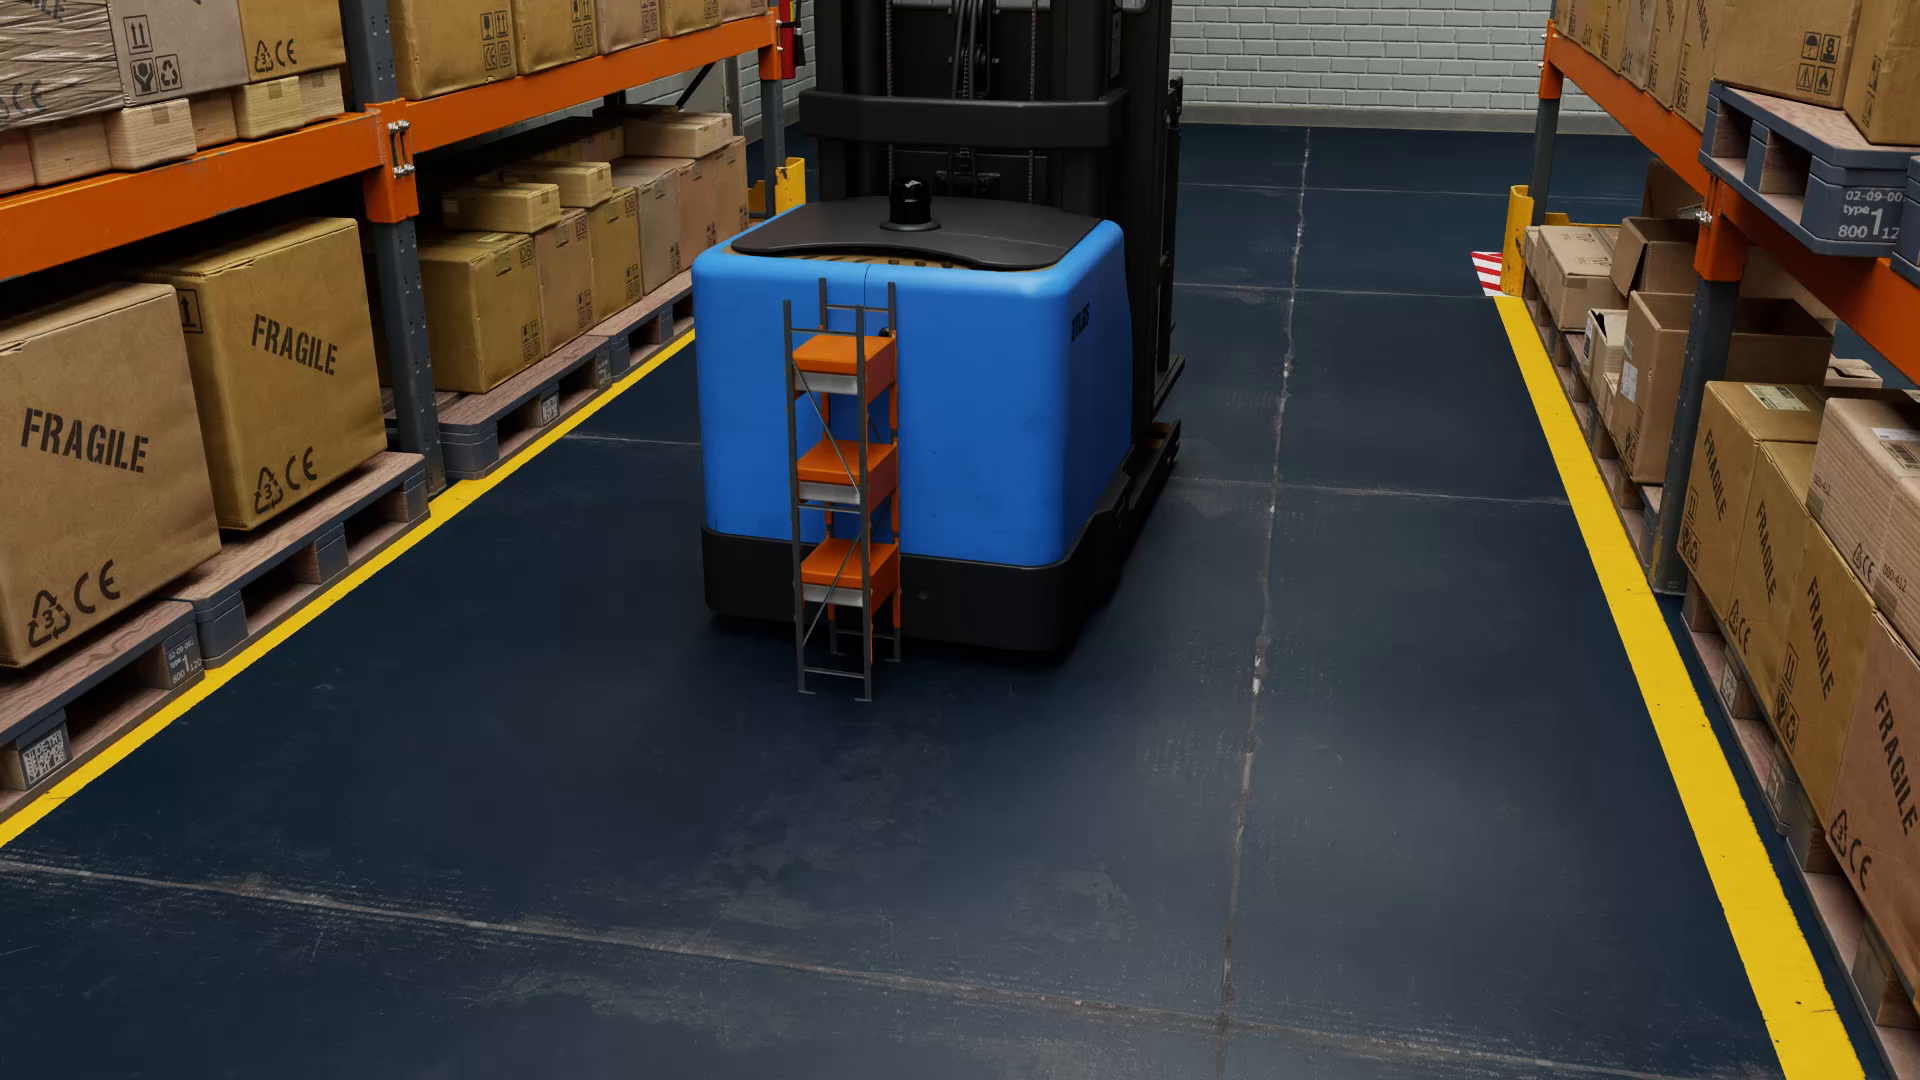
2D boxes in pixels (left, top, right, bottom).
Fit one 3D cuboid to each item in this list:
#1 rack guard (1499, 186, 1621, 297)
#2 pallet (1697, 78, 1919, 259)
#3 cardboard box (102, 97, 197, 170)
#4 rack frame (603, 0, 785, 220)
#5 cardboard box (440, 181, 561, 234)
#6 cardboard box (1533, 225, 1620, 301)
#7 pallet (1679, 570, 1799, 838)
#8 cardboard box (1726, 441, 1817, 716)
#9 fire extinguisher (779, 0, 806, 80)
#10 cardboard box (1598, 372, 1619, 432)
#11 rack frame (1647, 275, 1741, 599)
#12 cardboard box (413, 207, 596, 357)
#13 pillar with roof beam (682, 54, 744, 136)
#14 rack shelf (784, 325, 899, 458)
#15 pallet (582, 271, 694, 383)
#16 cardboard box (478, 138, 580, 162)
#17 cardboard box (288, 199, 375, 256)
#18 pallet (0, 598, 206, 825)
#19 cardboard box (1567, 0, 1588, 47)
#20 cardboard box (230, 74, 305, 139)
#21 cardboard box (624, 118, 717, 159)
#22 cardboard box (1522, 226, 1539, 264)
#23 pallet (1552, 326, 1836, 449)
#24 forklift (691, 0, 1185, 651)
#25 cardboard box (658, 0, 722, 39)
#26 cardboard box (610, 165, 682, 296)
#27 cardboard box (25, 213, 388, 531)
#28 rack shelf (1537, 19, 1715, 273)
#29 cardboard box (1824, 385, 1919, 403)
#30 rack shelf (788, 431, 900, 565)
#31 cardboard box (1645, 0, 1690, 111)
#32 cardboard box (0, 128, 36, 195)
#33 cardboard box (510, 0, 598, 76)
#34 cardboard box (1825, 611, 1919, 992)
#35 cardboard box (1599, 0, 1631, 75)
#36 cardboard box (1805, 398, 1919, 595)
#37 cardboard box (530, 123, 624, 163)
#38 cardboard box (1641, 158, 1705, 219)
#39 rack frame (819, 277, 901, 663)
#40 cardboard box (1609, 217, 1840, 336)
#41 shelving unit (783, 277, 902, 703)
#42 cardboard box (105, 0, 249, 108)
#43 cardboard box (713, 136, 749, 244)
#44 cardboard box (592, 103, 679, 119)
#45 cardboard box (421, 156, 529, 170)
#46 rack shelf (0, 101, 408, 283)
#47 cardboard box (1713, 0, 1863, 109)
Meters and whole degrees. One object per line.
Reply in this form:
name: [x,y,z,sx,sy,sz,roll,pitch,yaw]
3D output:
rack guard: [3.363,-1.484,8.369,1.175,0.500,0.348,4,22,11]
pallet: [2.292,-0.835,3.669,1.003,0.211,1.213,4,22,11]
cardboard box: [-2.201,-1.045,4.244,0.380,0.149,0.250,4,22,11]
rack frame: [-1.472,-3.047,8.905,1.000,3.000,0.127,4,22,11]
cardboard box: [-1.786,-1.298,6.476,0.380,0.149,0.250,5,23,13]
cardboard box: [2.888,-1.240,7.508,0.500,0.250,0.500,4,22,11]
pallet: [2.433,0.386,4.113,1.003,0.211,1.213,4,22,11]
cardboard box: [2.127,0.102,3.843,0.500,0.500,0.500,5,22,12]
fire extinguisher: [-0.989,-2.858,9.039,0.296,0.674,0.183,4,22,11]
cardboard box: [2.419,-0.462,5.712,0.380,0.149,0.250,4,22,11]
rack frame: [2.562,-1.208,4.338,1.000,3.000,0.127,4,22,11]
cardboard box: [-1.929,-1.069,6.776,0.700,0.500,0.500,4,22,10]
pillar with roof beam: [2.447,-6.555,9.585,9.100,9.000,0.400,4,22,11]
rack shelf: [-0.292,-0.373,4.144,0.215,0.259,0.240,6,23,15]
pallet: [-1.809,-1.011,7.580,1.003,0.211,1.213,4,22,11]
cardboard box: [-1.944,-1.717,7.517,0.380,0.149,0.250,5,22,11]
cardboard box: [-2.259,-1.148,6.105,0.380,0.149,0.250,4,22,11]
pallet: [-2.618,0.445,3.967,1.003,0.211,1.213,4,22,11]
cardboard box: [2.930,-2.386,7.129,0.500,0.500,0.500,4,22,10]
cardboard box: [-2.108,-1.238,4.721,0.380,0.149,0.250,5,22,12]
cardboard box: [-1.416,-1.965,8.134,0.380,0.149,0.250,5,22,12]
cardboard box: [2.957,-1.426,8.106,0.380,0.149,0.250,4,22,11]
pallet: [2.950,-0.613,6.594,1.003,0.211,1.213,4,22,11]
forklift: [0.171,-1.584,5.363,1.130,2.935,3.031,6,23,15]
cardboard box: [-1.704,-2.732,7.721,0.980,0.700,0.700,4,22,10]
cardboard box: [-1.721,-1.452,7.728,0.700,0.500,0.500,4,22,9]
cardboard box: [-2.293,-0.534,4.981,0.750,0.750,0.750,5,22,12]
rack shelf: [2.970,-1.606,6.289,1.077,0.370,4.000,4,22,11]
cardboard box: [2.860,-0.302,5.099,0.500,0.311,0.500,4,22,11]
rack shelf: [-0.292,-0.110,4.250,0.215,0.259,0.240,6,23,15]
cardboard box: [2.517,-1.646,5.290,0.500,0.500,0.500,5,22,12]
cardboard box: [-2.382,-0.871,3.810,0.380,0.149,0.250,4,22,9]
cardboard box: [-2.007,-2.187,6.368,0.980,0.700,0.700,4,22,10]
cardboard box: [1.914,0.469,2.932,0.500,0.500,0.500,4,22,9]
cardboard box: [2.721,-2.020,6.221,0.500,0.500,0.500,5,22,12]
cardboard box: [2.021,-0.077,3.282,0.500,0.250,0.500,5,22,11]
cardboard box: [-1.841,-1.904,7.982,0.380,0.149,0.250,5,22,11]
cardboard box: [3.509,-1.498,7.815,0.500,0.500,0.500,4,22,11]
rack frame: [-0.258,-0.164,4.355,0.200,1.050,0.008,6,23,15]
cardboard box: [2.941,-0.942,6.429,0.797,0.503,0.637,4,22,11]
shelving unit: [-0.292,-0.120,4.246,0.215,1.050,0.252,6,23,15]
cardboard box: [-2.230,-1.403,4.262,0.500,0.500,0.500,5,22,11]
cardboard box: [-1.517,-1.819,8.639,0.700,0.500,0.500,4,22,11]
cardboard box: [-1.687,-2.181,8.669,0.380,0.149,0.250,5,22,11]
cardboard box: [-2.048,-1.530,7.053,0.380,0.149,0.250,5,22,11]
rack shelf: [-2.696,-0.519,3.591,1.077,0.370,4.000,4,22,11]
cardboard box: [2.247,-1.293,3.853,0.700,0.500,0.500,-3,22,-7]
